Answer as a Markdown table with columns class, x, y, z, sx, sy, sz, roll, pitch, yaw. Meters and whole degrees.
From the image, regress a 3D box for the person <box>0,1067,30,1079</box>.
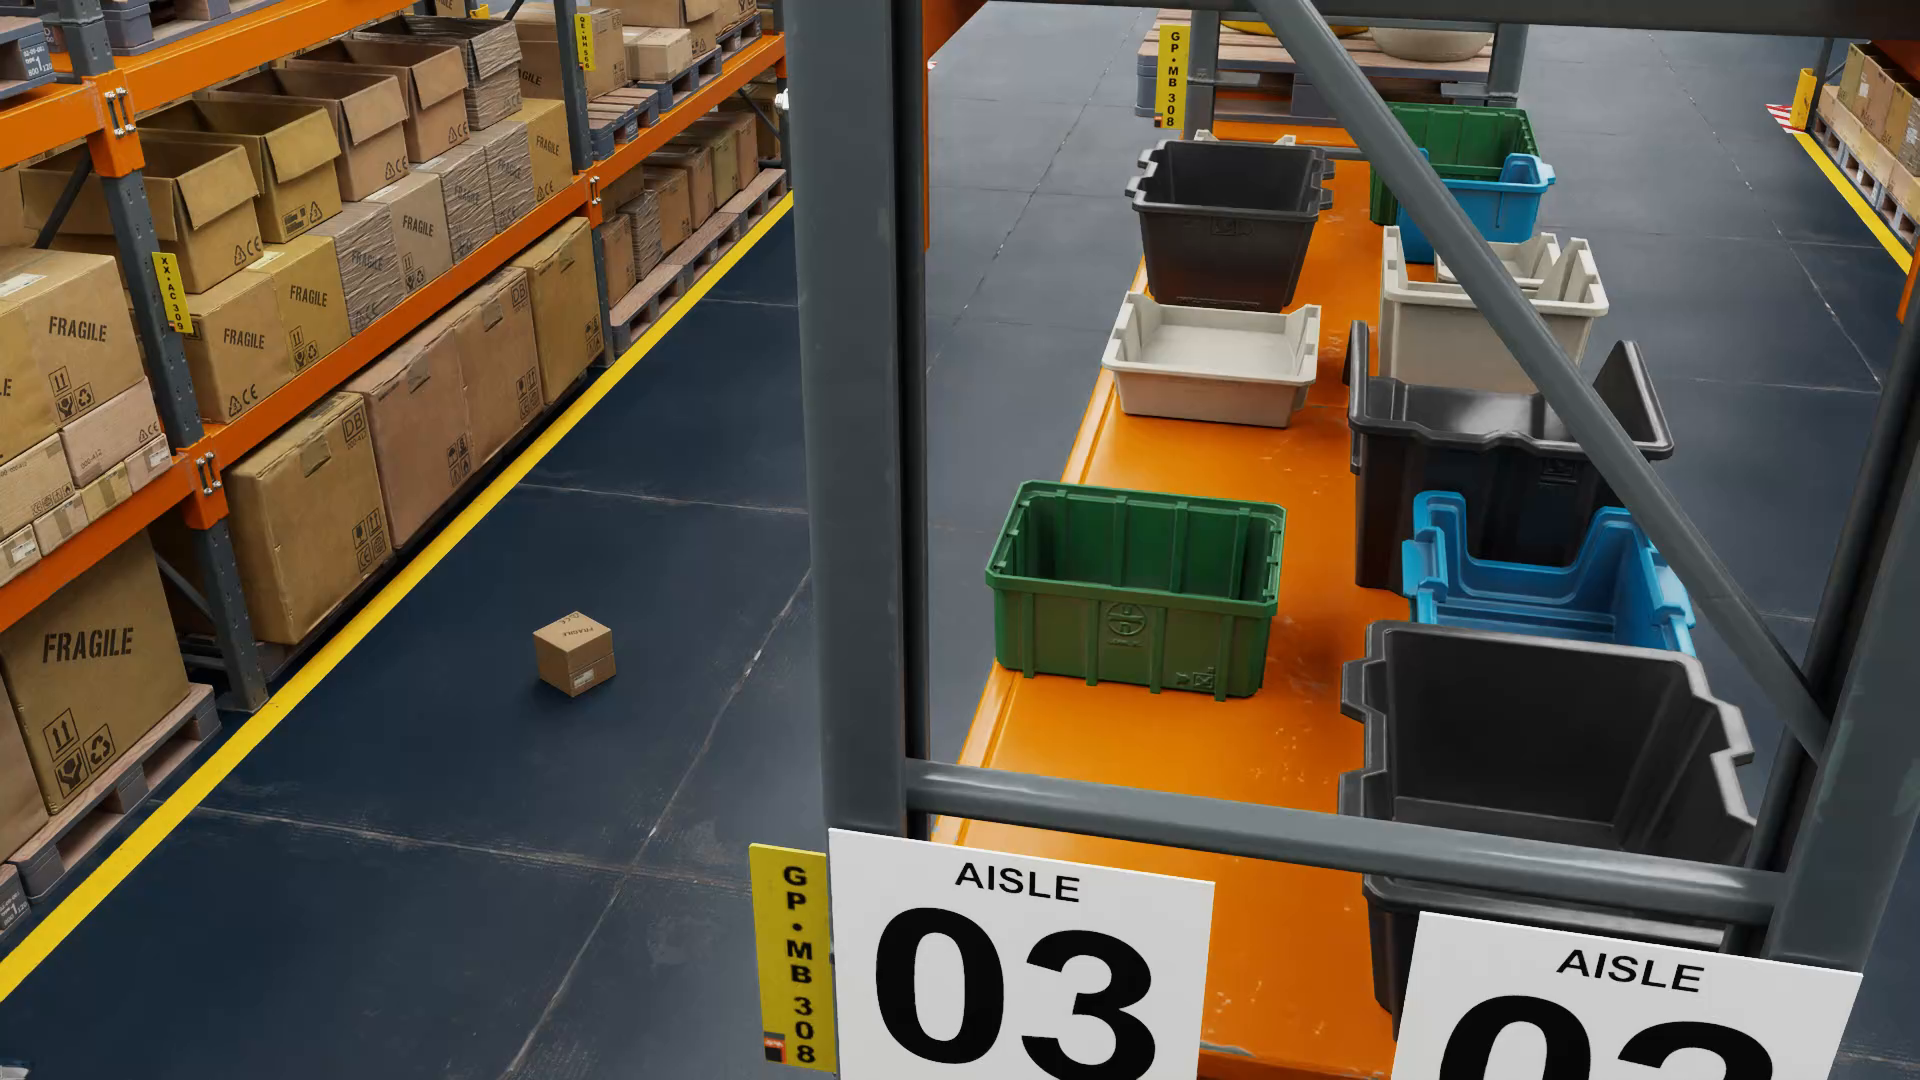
| class | x | y | z | sx | sy | sz | roll | pitch | yaw |
| --- | --- | --- | --- | --- | --- | --- | --- | --- | --- |
| person | -2.054 | 1.848 | 3.723 | 0.491 | 1.673 | 0.612 | 8 | 30 | 13 |
